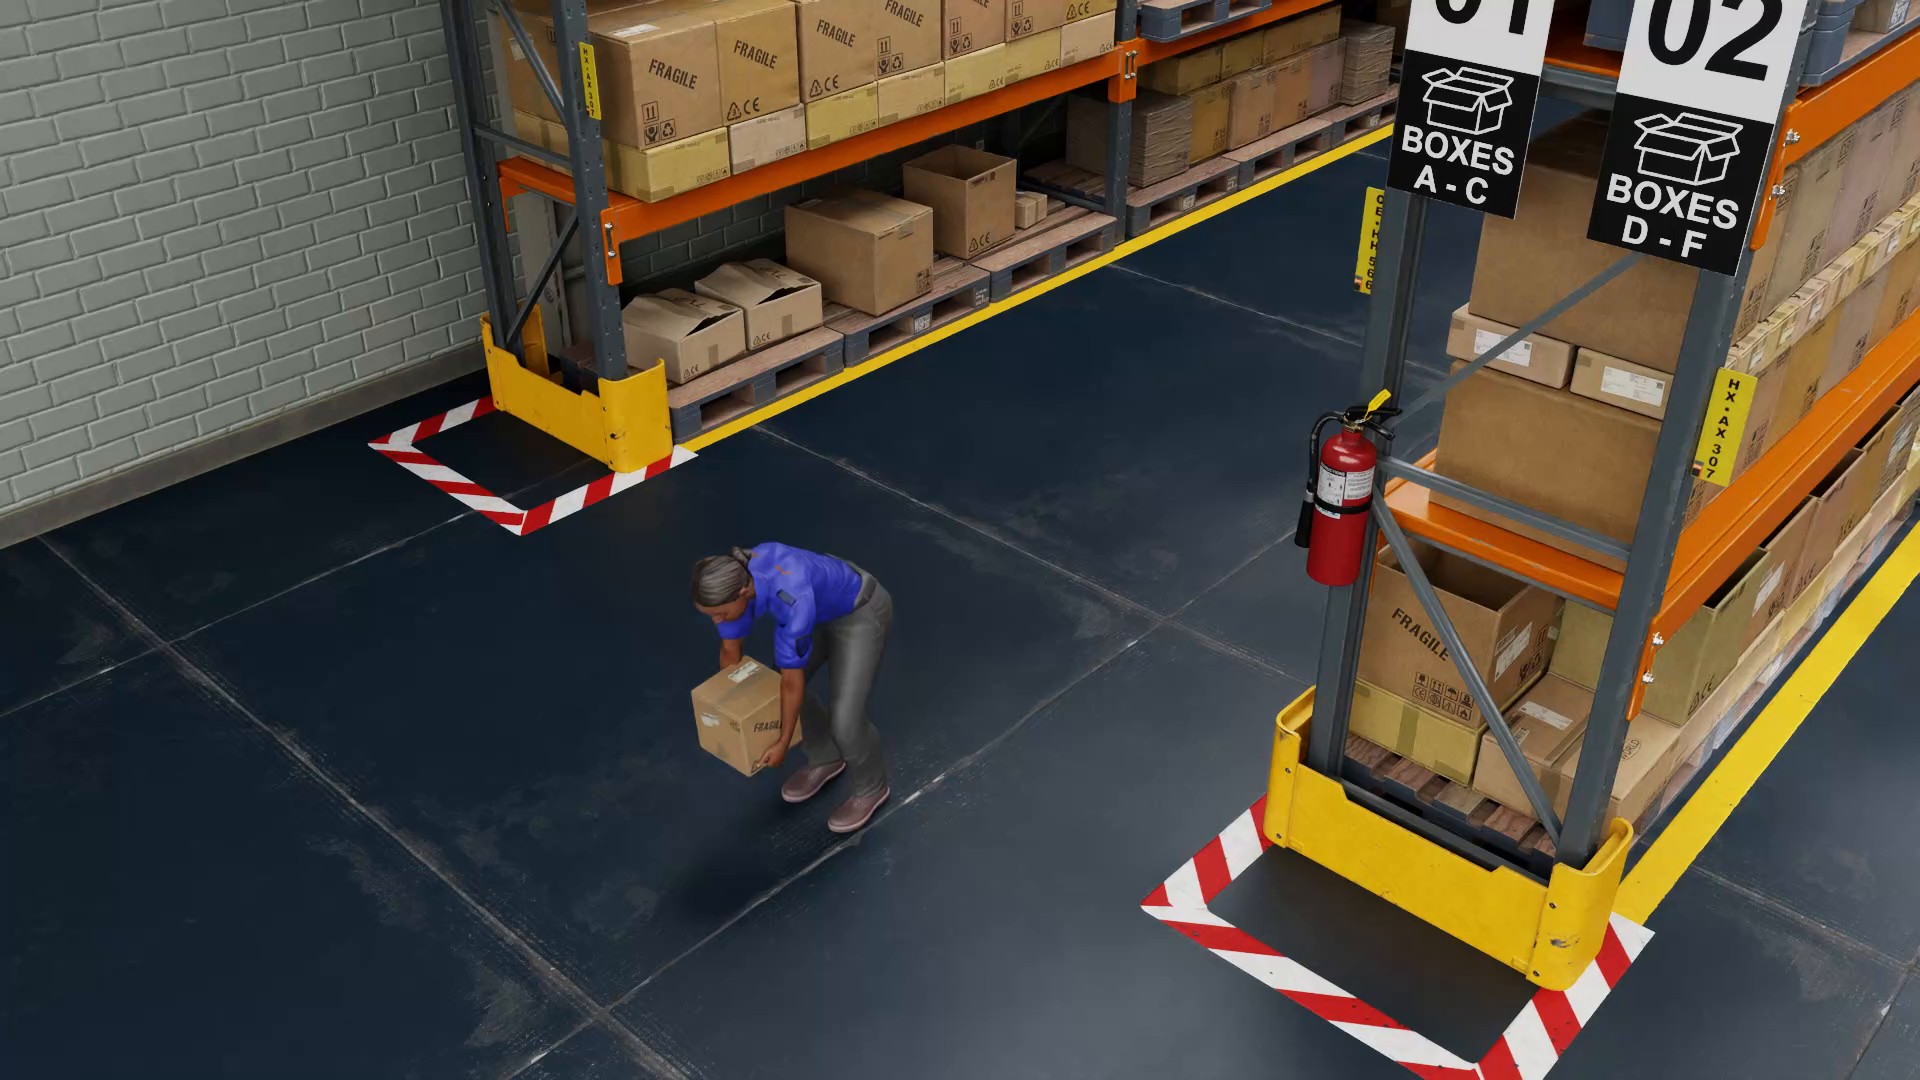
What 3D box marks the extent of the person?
[{"bbox_3d":[-0.575,0.481,5.723,0.420,1.280,0.803,24,39,34],"label":"person"}]
